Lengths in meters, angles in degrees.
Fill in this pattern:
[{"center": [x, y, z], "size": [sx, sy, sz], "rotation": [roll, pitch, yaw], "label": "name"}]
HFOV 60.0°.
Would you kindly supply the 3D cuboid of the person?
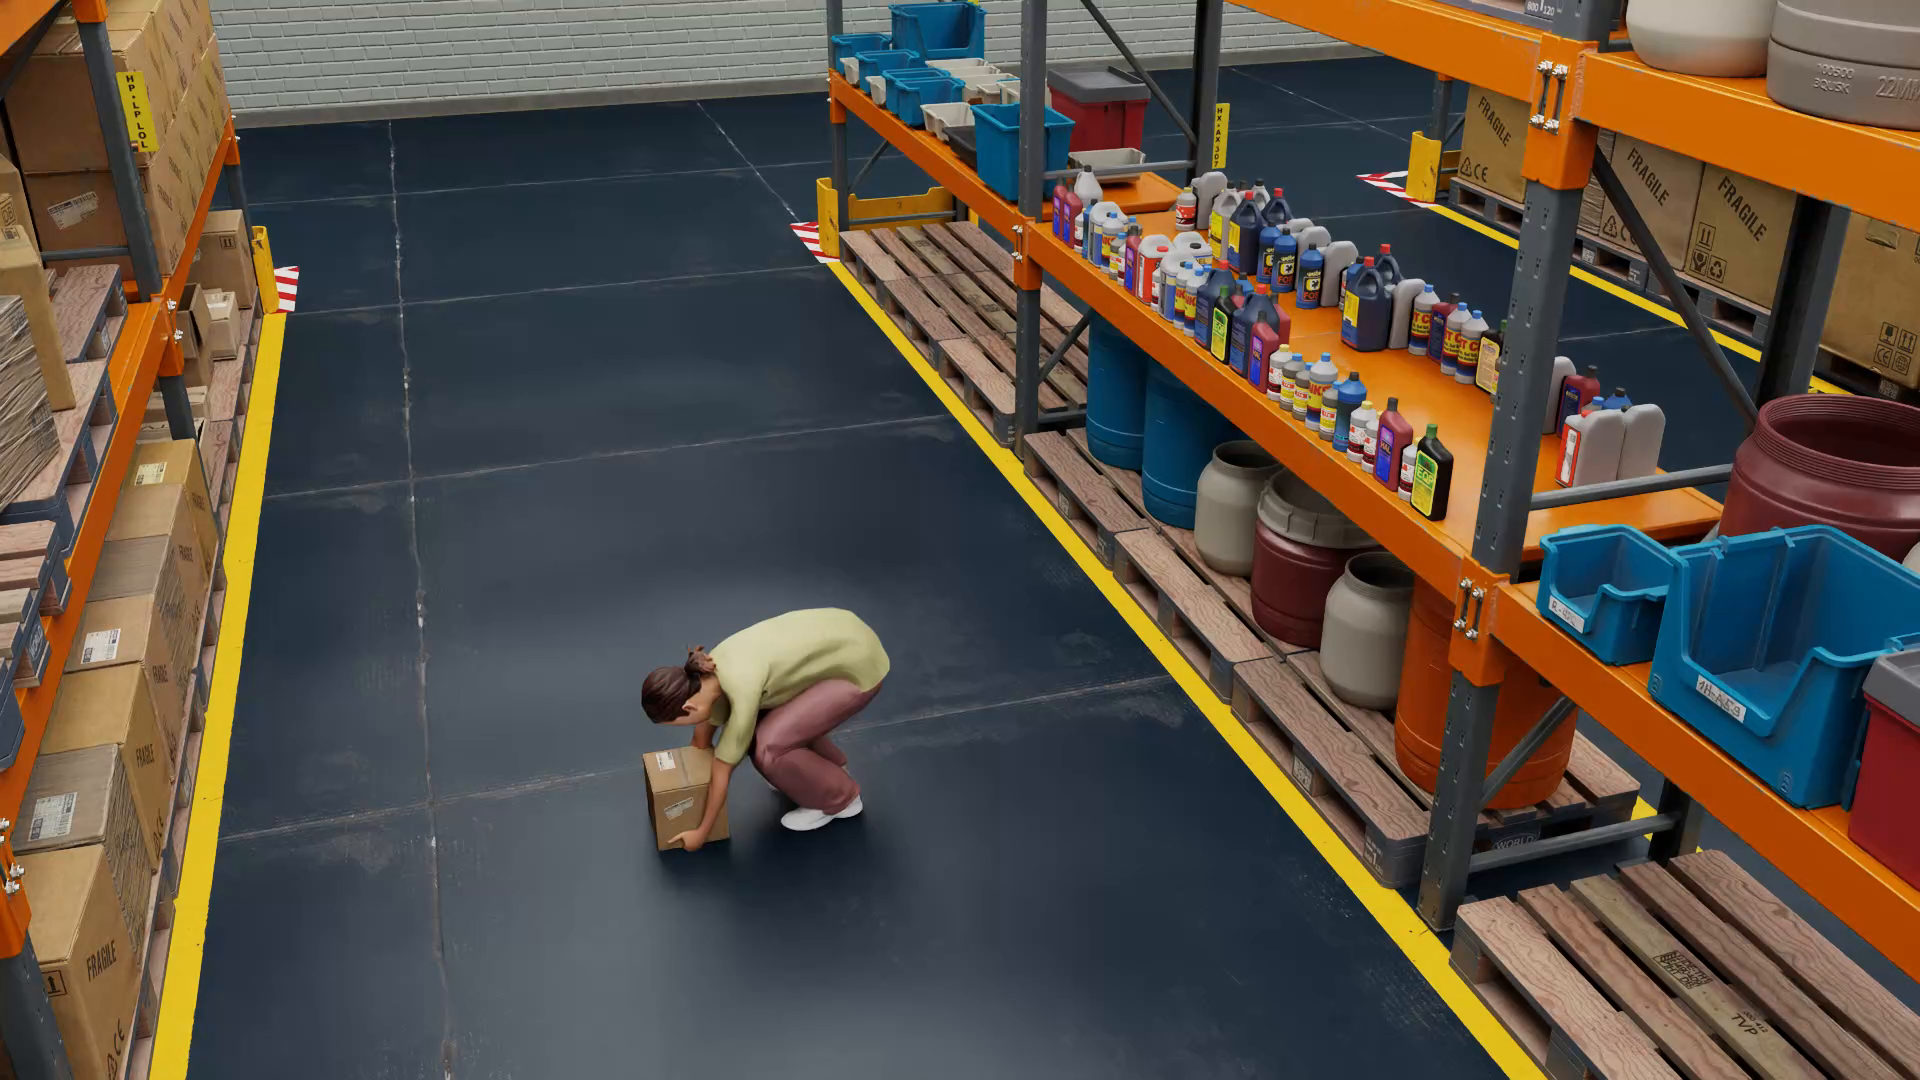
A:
[{"center": [-0.674, 0.653, 5.864], "size": [0.866, 0.770, 0.465], "rotation": [-9, 28, -18], "label": "person"}]
